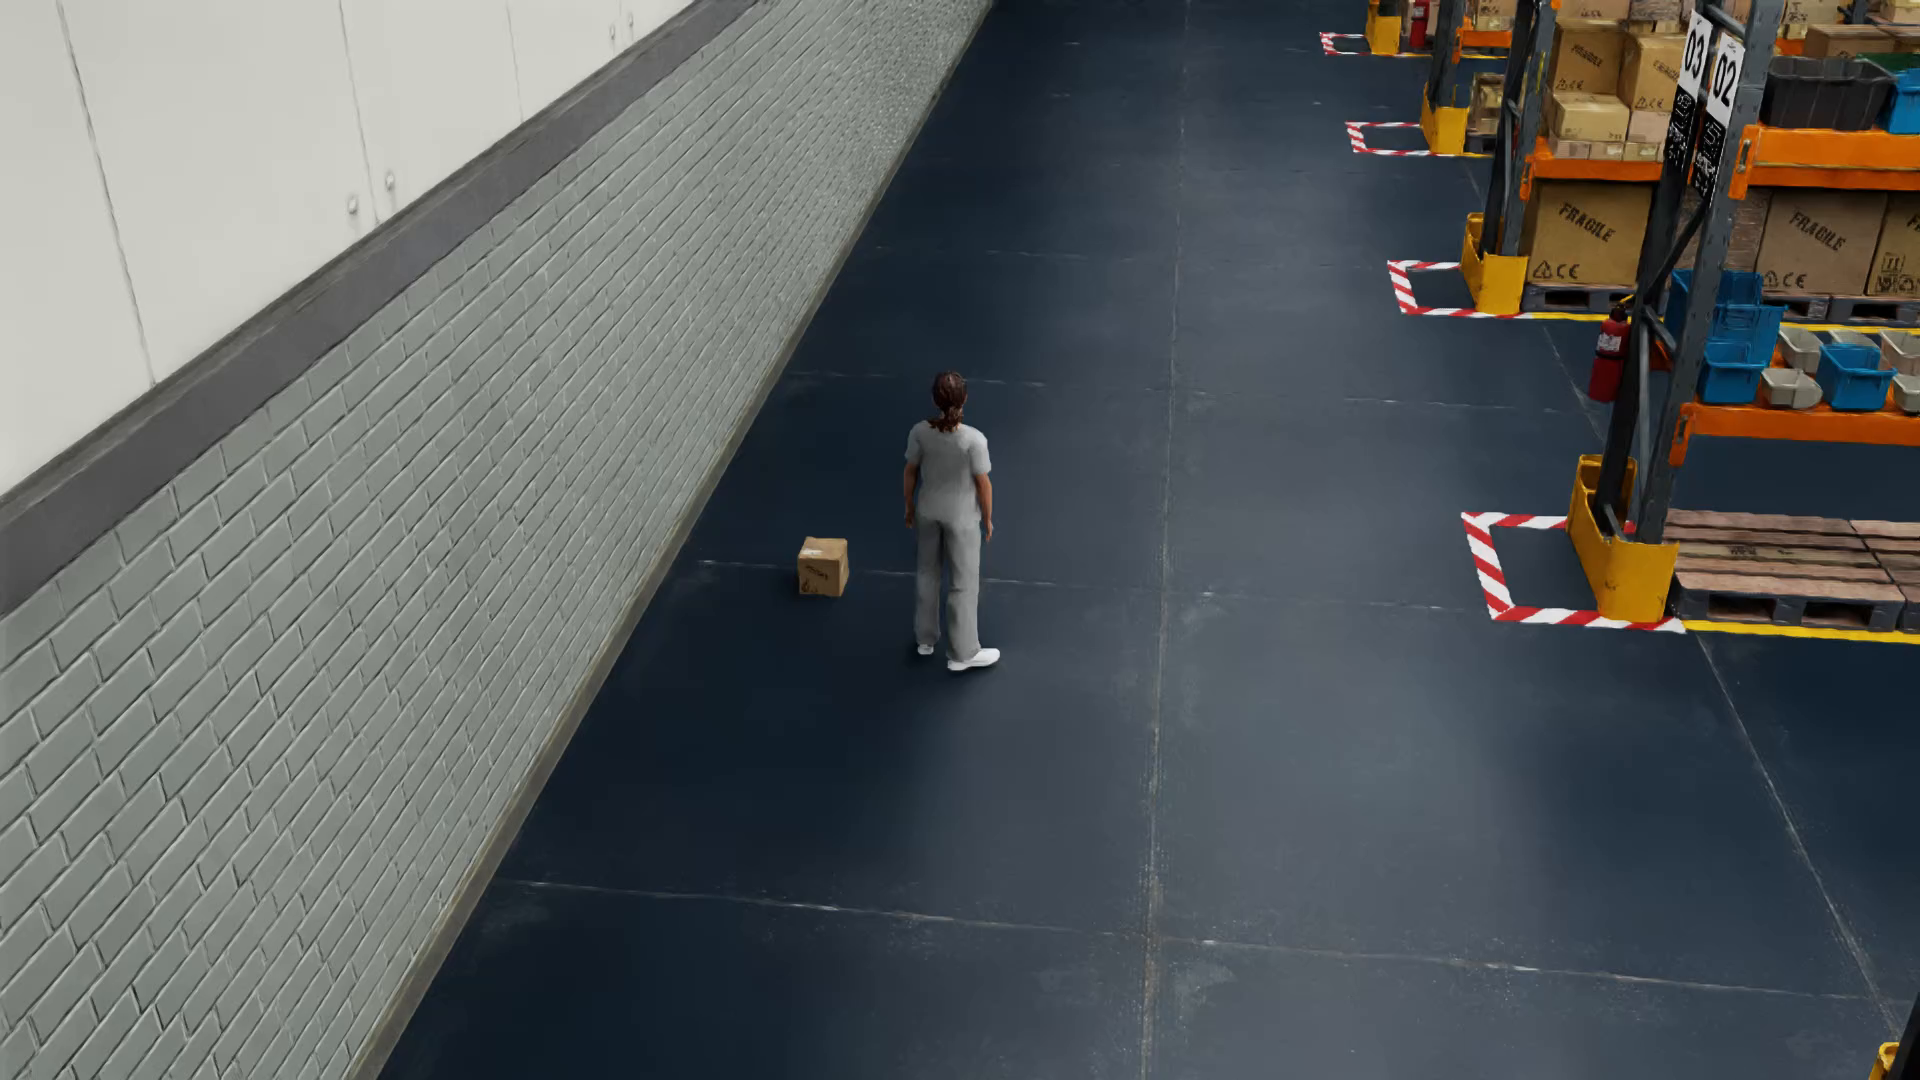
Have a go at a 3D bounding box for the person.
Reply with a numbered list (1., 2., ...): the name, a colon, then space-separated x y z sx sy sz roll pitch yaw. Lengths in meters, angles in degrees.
1. person: -0.048 -0.112 8.787 0.540 1.681 0.366 13 31 22
